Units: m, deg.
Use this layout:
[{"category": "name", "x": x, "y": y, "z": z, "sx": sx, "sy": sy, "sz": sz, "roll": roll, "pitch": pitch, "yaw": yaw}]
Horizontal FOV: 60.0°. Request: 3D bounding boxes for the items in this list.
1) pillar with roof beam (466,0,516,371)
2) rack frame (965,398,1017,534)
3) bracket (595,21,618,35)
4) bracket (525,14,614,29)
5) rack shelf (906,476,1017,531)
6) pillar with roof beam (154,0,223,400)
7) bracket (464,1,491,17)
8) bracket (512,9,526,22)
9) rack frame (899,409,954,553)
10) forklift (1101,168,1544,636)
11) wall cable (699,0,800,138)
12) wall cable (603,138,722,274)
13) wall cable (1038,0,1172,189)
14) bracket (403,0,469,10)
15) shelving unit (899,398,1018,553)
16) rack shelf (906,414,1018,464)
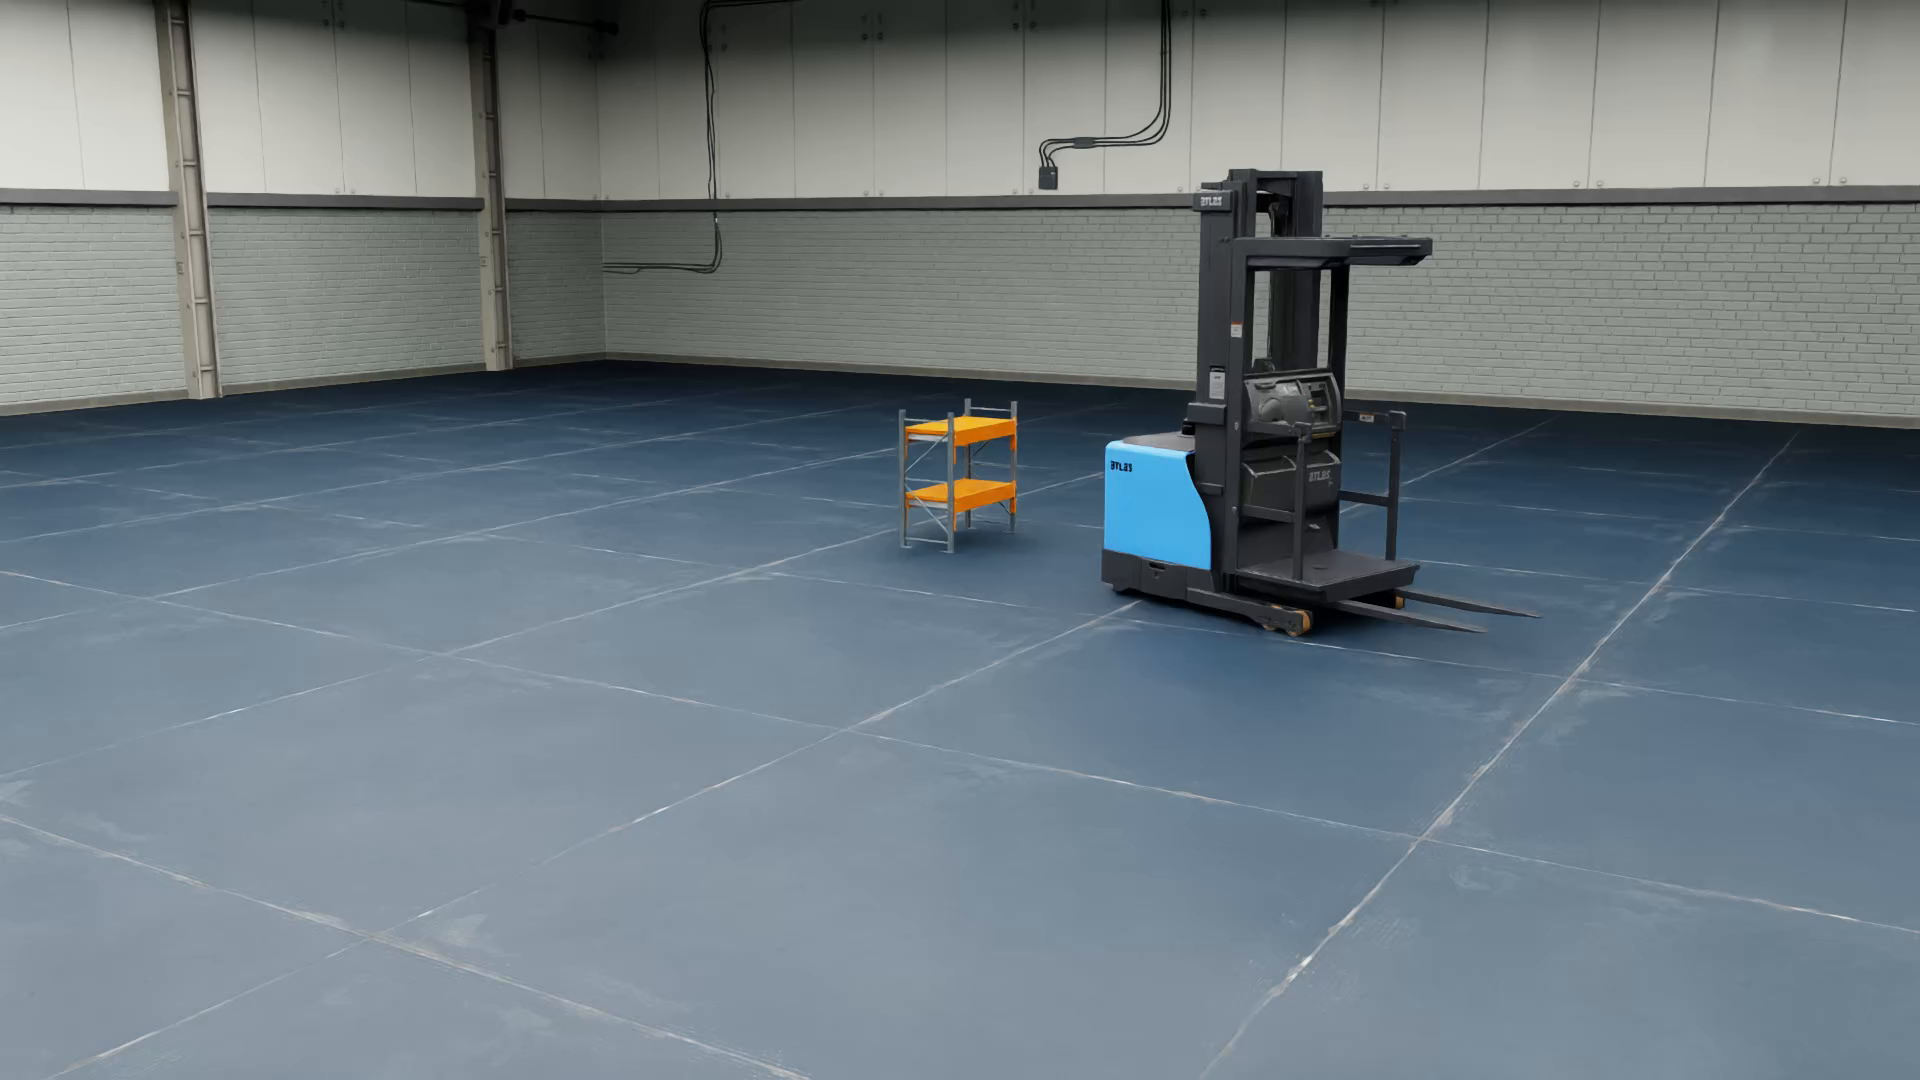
[{"category": "pillar with roof beam", "x": -4.787, "y": -7.136, "z": 27.533, "sx": 9.100, "sy": 9.000, "sz": 0.548, "roll": 6, "pitch": 12, "yaw": 31}, {"category": "rack frame", "x": 0.260, "y": -0.632, "z": 14.187, "sx": 0.500, "sy": 1.125, "sz": 0.032, "roll": 6, "pitch": 12, "yaw": 31}, {"category": "bracket", "x": -6.717, "y": -9.721, "z": 31.557, "sx": 0.235, "sy": 0.232, "sz": 0.430, "roll": 6, "pitch": 12, "yaw": 31}, {"category": "bracket", "x": -7.024, "y": -9.628, "z": 31.061, "sx": 0.076, "sy": 0.066, "sz": 3.189, "roll": 6, "pitch": 12, "yaw": 31}, {"category": "rack shelf", "x": -0.004, "y": -0.311, "z": 13.804, "sx": 0.538, "sy": 0.278, "sz": 1.000, "roll": 6, "pitch": 12, "yaw": 31}, {"category": "pillar with roof beam", "x": -7.902, "y": -6.193, "z": 22.492, "sx": 9.100, "sy": 9.000, "sz": 0.400, "roll": 6, "pitch": 12, "yaw": 31}, {"category": "bracket", "x": -8.378, "y": -9.218, "z": 28.868, "sx": 0.235, "sy": 0.232, "sz": 0.430, "roll": 6, "pitch": 12, "yaw": 31}, {"category": "bracket", "x": -7.947, "y": -9.348, "z": 29.566, "sx": 0.235, "sy": 0.232, "sz": 0.430, "roll": 6, "pitch": 12, "yaw": 31}, {"category": "rack frame", "x": -0.267, "y": -0.472, "z": 13.332, "sx": 0.500, "sy": 1.125, "sz": 0.032, "roll": 6, "pitch": 12, "yaw": 31}, {"category": "forklift", "x": 2.349, "y": -0.931, "z": 10.878, "sx": 1.130, "sy": 2.935, "sz": 3.031, "roll": -9, "pitch": 14, "yaw": -39}, {"category": "wall cable", "x": -3.494, "y": -8.582, "z": 29.970, "sx": 3.097, "sy": 2.526, "sz": 0.112, "roll": 6, "pitch": 12, "yaw": 31}, {"category": "wall cable", "x": -5.807, "y": -6.358, "z": 31.815, "sx": 3.097, "sy": 2.526, "sz": 0.112, "roll": 6, "pitch": 12, "yaw": 31}, {"category": "wall cable", "x": 2.299, "y": -8.647, "z": 26.359, "sx": 2.305, "sy": 6.003, "sz": 0.169, "roll": 6, "pitch": 12, "yaw": 31}, {"category": "bracket", "x": -9.716, "y": -8.812, "z": 26.704, "sx": 0.076, "sy": 0.066, "sz": 4.783, "roll": 6, "pitch": 12, "yaw": 31}, {"category": "shelving unit", "x": -0.004, "y": -0.552, "z": 13.759, "sx": 0.538, "sy": 1.125, "sz": 1.048, "roll": 6, "pitch": 12, "yaw": 31}, {"category": "rack shelf", "x": -0.004, "y": -0.840, "z": 13.706, "sx": 0.538, "sy": 0.278, "sz": 1.000, "roll": 6, "pitch": 12, "yaw": 31}]
